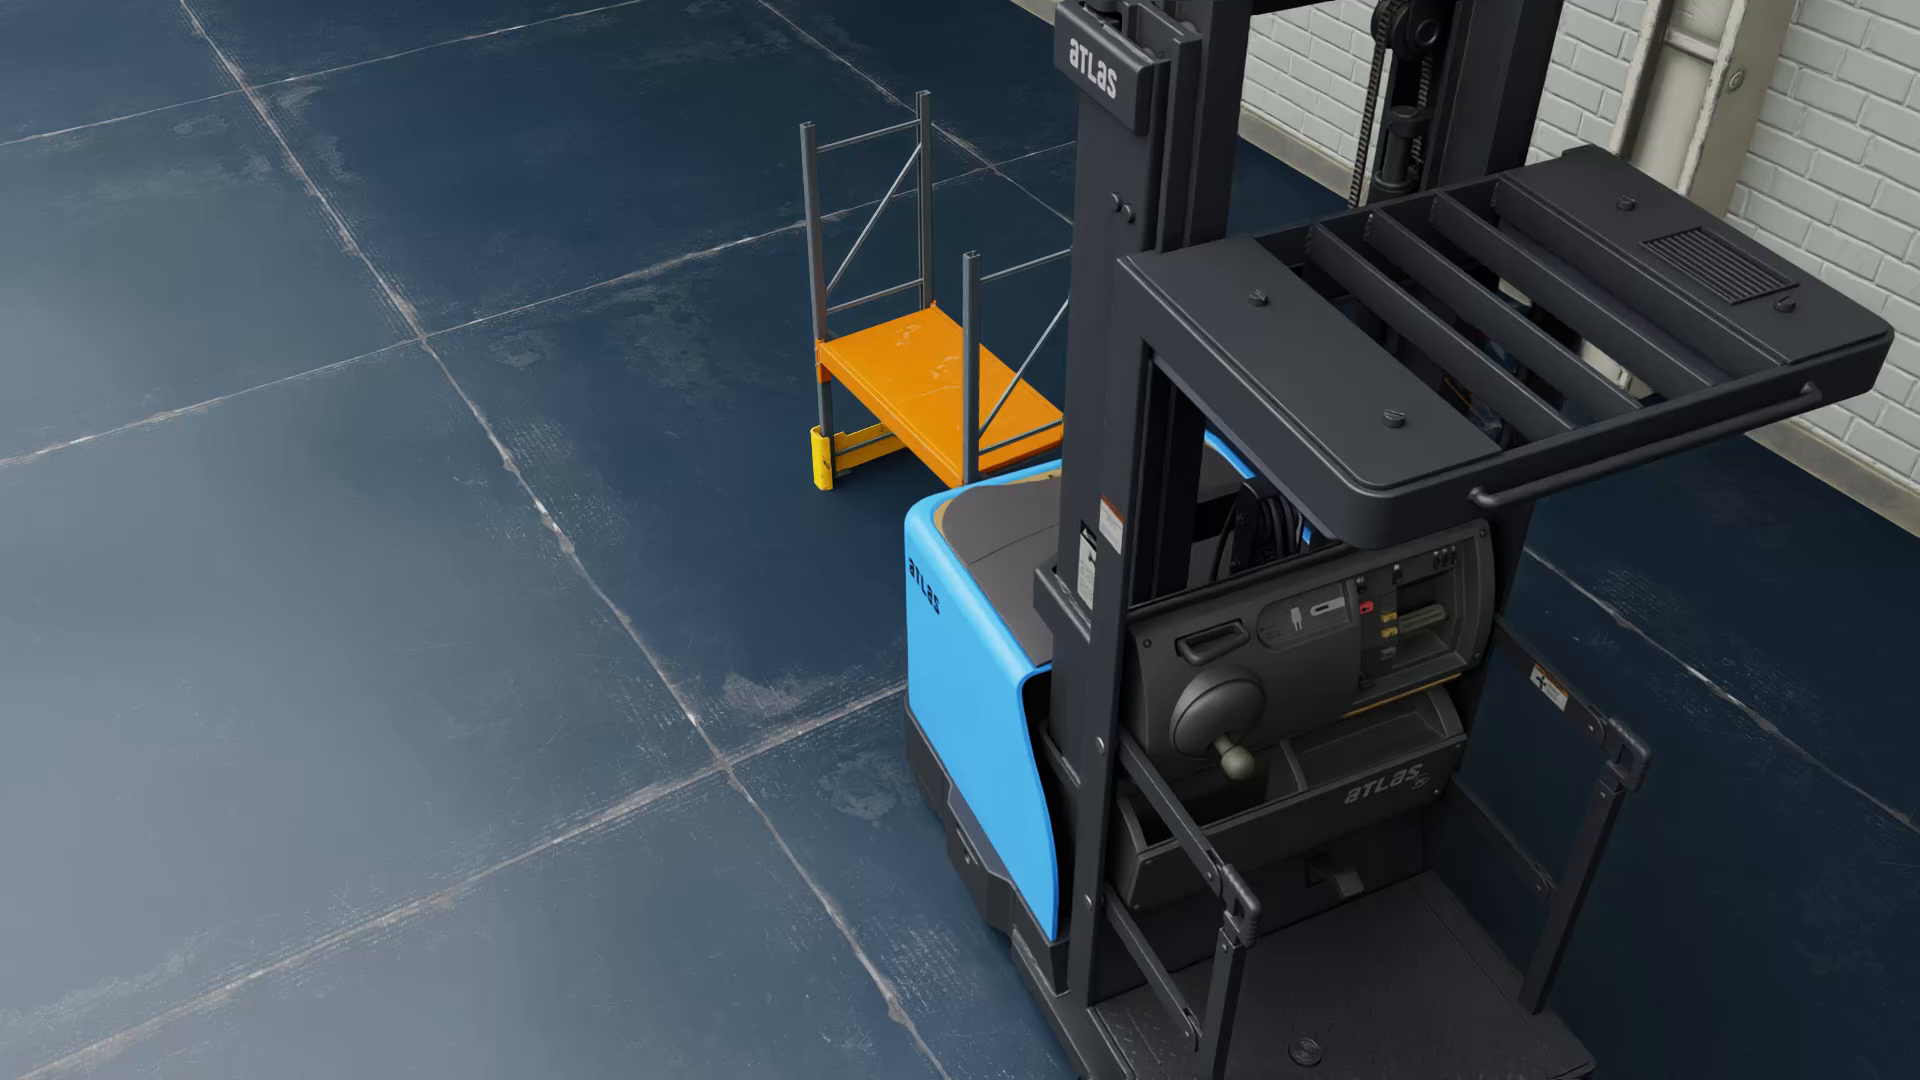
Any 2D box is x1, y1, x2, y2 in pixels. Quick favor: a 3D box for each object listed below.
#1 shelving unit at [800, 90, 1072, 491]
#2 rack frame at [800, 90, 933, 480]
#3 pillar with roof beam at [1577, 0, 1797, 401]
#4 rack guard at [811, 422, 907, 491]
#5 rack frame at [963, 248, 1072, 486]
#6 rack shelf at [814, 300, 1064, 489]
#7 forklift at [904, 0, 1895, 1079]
[{"bbox_3d":[-0.041,-0.617,5.819,0.587,1.500,1.083,-22,45,-24],"label":"shelving unit"},{"bbox_3d":[-0.319,-0.897,6.154,0.500,1.500,0.032,-22,45,-24],"label":"rack frame"},{"bbox_3d":[-0.859,-2.685,2.443,9.100,9.000,0.400,-22,45,-24],"label":"pillar with roof beam"},{"bbox_3d":[-0.309,-0.406,6.542,0.587,0.250,0.087,-22,45,-24],"label":"rack guard"},{"bbox_3d":[0.227,-0.348,5.496,0.500,1.500,0.032,-22,45,-24],"label":"rack frame"},{"bbox_3d":[-0.046,-0.484,5.940,0.538,0.185,1.000,-22,45,-24],"label":"rack shelf"},{"bbox_3d":[0.898,0.320,3.576,1.130,2.935,3.031,-16,43,-19],"label":"forklift"}]
